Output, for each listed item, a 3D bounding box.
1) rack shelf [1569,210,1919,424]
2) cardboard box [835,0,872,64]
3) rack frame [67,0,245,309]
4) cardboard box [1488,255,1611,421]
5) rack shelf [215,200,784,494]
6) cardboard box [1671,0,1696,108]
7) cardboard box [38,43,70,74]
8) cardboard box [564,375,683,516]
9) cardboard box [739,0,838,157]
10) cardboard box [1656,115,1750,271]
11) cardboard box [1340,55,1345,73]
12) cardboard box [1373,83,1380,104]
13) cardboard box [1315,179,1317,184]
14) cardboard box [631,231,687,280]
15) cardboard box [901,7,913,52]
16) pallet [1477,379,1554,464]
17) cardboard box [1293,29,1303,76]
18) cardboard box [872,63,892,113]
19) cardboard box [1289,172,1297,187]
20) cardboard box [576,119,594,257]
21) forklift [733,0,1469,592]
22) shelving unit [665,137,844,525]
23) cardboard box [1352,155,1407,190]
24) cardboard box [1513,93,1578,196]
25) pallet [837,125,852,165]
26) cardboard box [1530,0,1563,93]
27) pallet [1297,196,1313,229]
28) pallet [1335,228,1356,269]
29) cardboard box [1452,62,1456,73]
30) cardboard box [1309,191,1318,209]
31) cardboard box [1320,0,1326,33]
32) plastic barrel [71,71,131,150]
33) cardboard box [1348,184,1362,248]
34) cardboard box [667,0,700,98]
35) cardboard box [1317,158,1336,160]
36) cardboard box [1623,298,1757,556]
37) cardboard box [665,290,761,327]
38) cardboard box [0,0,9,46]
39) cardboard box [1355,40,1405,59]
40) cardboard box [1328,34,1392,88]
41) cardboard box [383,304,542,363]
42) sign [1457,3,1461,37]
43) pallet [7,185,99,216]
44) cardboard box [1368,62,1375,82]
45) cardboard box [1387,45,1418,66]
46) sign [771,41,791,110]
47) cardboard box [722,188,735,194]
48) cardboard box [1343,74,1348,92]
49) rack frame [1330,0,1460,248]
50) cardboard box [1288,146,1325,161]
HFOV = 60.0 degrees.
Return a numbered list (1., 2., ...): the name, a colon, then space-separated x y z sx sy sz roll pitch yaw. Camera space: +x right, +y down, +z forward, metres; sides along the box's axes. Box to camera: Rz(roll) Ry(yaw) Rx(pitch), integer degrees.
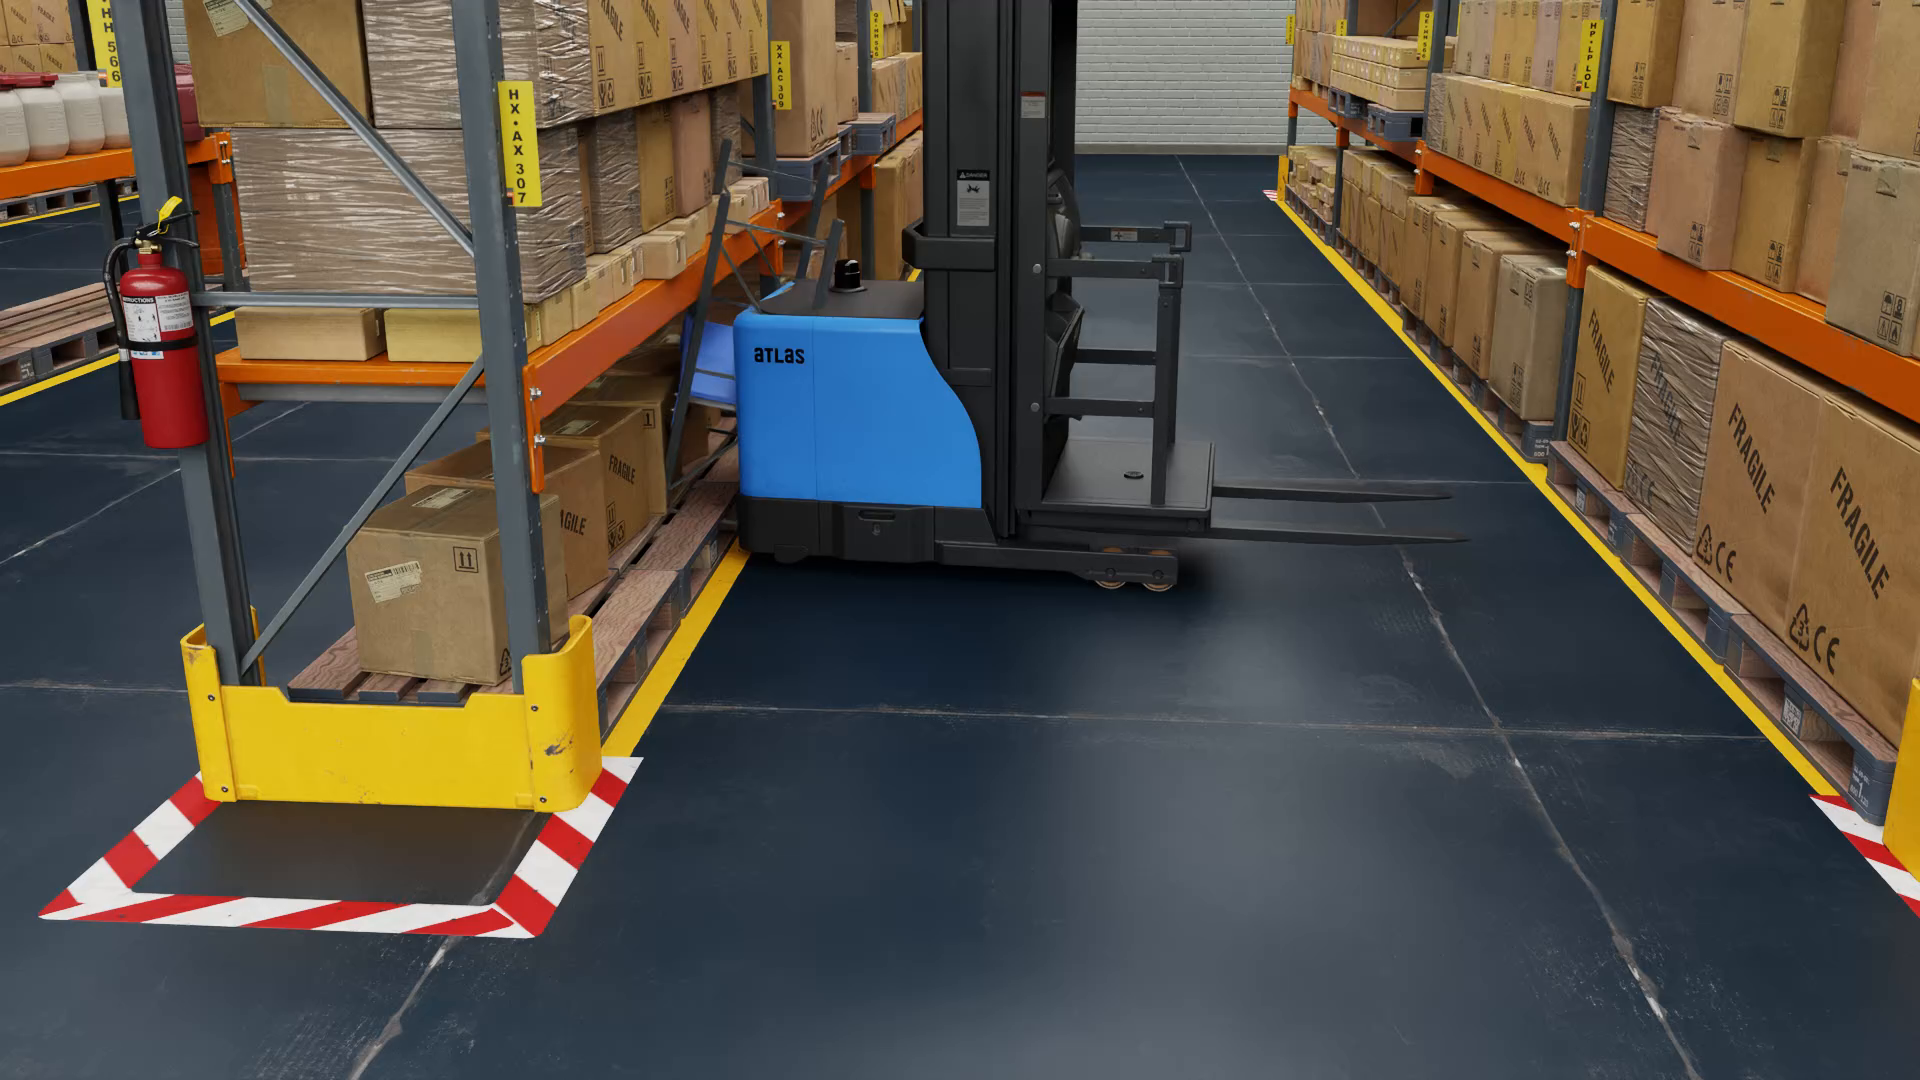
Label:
1. rack shelf: 3.365 -0.793 6.183 1.077 0.370 4.000 1 18 4
2. cardboard box: -1.076 -3.892 12.712 0.797 0.503 0.637 2 18 6
3. rack frame: -6.085 -3.252 12.529 1.000 3.000 0.127 1 18 4
4. cardboard box: 3.463 -1.082 8.846 1.050 0.750 0.750 1 18 4
5. rack shelf: -1.575 -0.936 6.616 1.077 0.370 4.000 1 18 4
6. cardboard box: 3.524 -2.054 6.898 0.875 0.550 0.550 1 18 4
7. cardboard box: -10.324 -5.278 18.552 0.500 0.500 0.500 1 18 3
8. cardboard box: -1.500 -0.414 7.210 0.500 0.500 0.500 0 18 -1
9. cardboard box: -1.235 -2.627 8.985 1.000 1.000 1.000 1 18 4
10. cardboard box: 3.321 -1.377 6.566 0.875 0.550 0.550 1 18 4
11. cardboard box: 3.560 -4.190 14.644 0.380 0.149 0.250 2 18 5
12. cardboard box: 3.431 -3.477 12.945 0.380 0.149 0.250 1 18 3
13. cardboard box: 4.041 -3.904 17.946 0.380 0.149 0.250 2 18 7
14. cardboard box: -1.256 -1.084 6.317 0.380 0.149 0.250 1 18 4
15. cardboard box: -0.569 -4.953 16.280 0.500 0.500 0.500 1 18 4
16. pallet: 3.489 -0.673 9.137 1.003 0.211 1.213 1 18 4
17. cardboard box: 4.061 -5.539 18.872 0.500 0.500 0.500 2 18 7
18. cardboard box: -0.804 -3.494 13.107 0.500 0.500 0.500 1 18 2
19. cardboard box: 4.012 -4.173 19.244 0.380 0.149 0.250 2 18 5
20. cardboard box: -1.735 -1.173 5.548 0.875 0.500 0.500 1 18 4
21. forklift: 0.617 -1.361 6.870 3.031 2.935 1.130 3 18 9
22. shelving unit: -0.960 -0.883 7.380 0.538 1.500 1.048 11 24 -12
23. cardboard box: 3.730 -3.220 14.569 0.500 0.250 0.500 2 18 5
24. cardboard box: 3.315 -2.129 8.942 0.500 0.500 0.500 1 18 3
25. pallet: -1.246 -2.434 10.342 1.003 0.211 1.213 1 18 4
26. cardboard box: 3.610 -2.750 9.233 0.700 0.500 0.500 1 18 4
27. pallet: 4.180 -3.505 17.782 1.003 0.211 1.213 1 18 4
28. pallet: 4.028 -2.674 15.245 1.003 0.211 1.213 1 18 4
29. cardboard box: 4.100 -3.689 13.115 0.380 0.149 0.250 1 18 4
30. cardboard box: 3.844 -3.537 17.304 0.380 0.149 0.250 1 18 4
31. cardboard box: 3.928 -5.377 16.770 0.500 0.500 0.500 2 18 5
32. plastic barrel: -5.946 -2.980 11.522 0.421 0.512 0.421 0 18 0
33. cardboard box: 3.728 -2.865 14.689 0.500 0.500 0.500 2 18 6
34. cardboard box: -1.300 -1.951 6.316 0.500 0.500 0.500 1 18 4
35. cardboard box: 3.995 -3.966 17.659 0.380 0.149 0.250 1 18 4
36. cardboard box: 3.333 -0.473 6.786 0.875 0.875 0.875 1 18 4
37. cardboard box: -1.366 -1.110 9.301 0.700 0.500 0.500 0 18 0
38. cardboard box: -10.388 -5.429 17.406 0.500 0.500 0.500 1 18 2
39. cardboard box: 3.503 -4.090 13.863 0.380 0.149 0.250 2 18 6
40. cardboard box: 3.835 -4.587 15.965 0.500 0.500 0.500 1 18 4
41. cardboard box: -1.460 -0.620 4.902 0.380 0.149 0.250 1 18 4
42. sign: 4.636 -4.780 15.334 0.100 0.325 0.005 1 18 4
43. pallet: -10.604 -3.874 18.906 1.003 0.211 1.213 1 18 4
44. cardboard box: 3.449 -3.704 13.160 0.380 0.149 0.250 1 18 4
45. cardboard box: 3.393 -3.602 12.372 0.380 0.149 0.250 1 18 3
46. sign: -0.890 -2.300 8.236 0.100 0.325 0.005 1 18 4
47. cardboard box: -1.259 -1.552 7.746 0.380 0.149 0.250 1 18 4
48. cardboard box: 3.540 -3.968 14.443 0.380 0.149 0.250 1 18 4
49. rack frame: 4.082 -4.241 15.549 1.000 3.000 0.127 1 18 4
50. cardboard box: 3.992 -4.456 19.153 0.380 0.149 0.250 0 18 1
